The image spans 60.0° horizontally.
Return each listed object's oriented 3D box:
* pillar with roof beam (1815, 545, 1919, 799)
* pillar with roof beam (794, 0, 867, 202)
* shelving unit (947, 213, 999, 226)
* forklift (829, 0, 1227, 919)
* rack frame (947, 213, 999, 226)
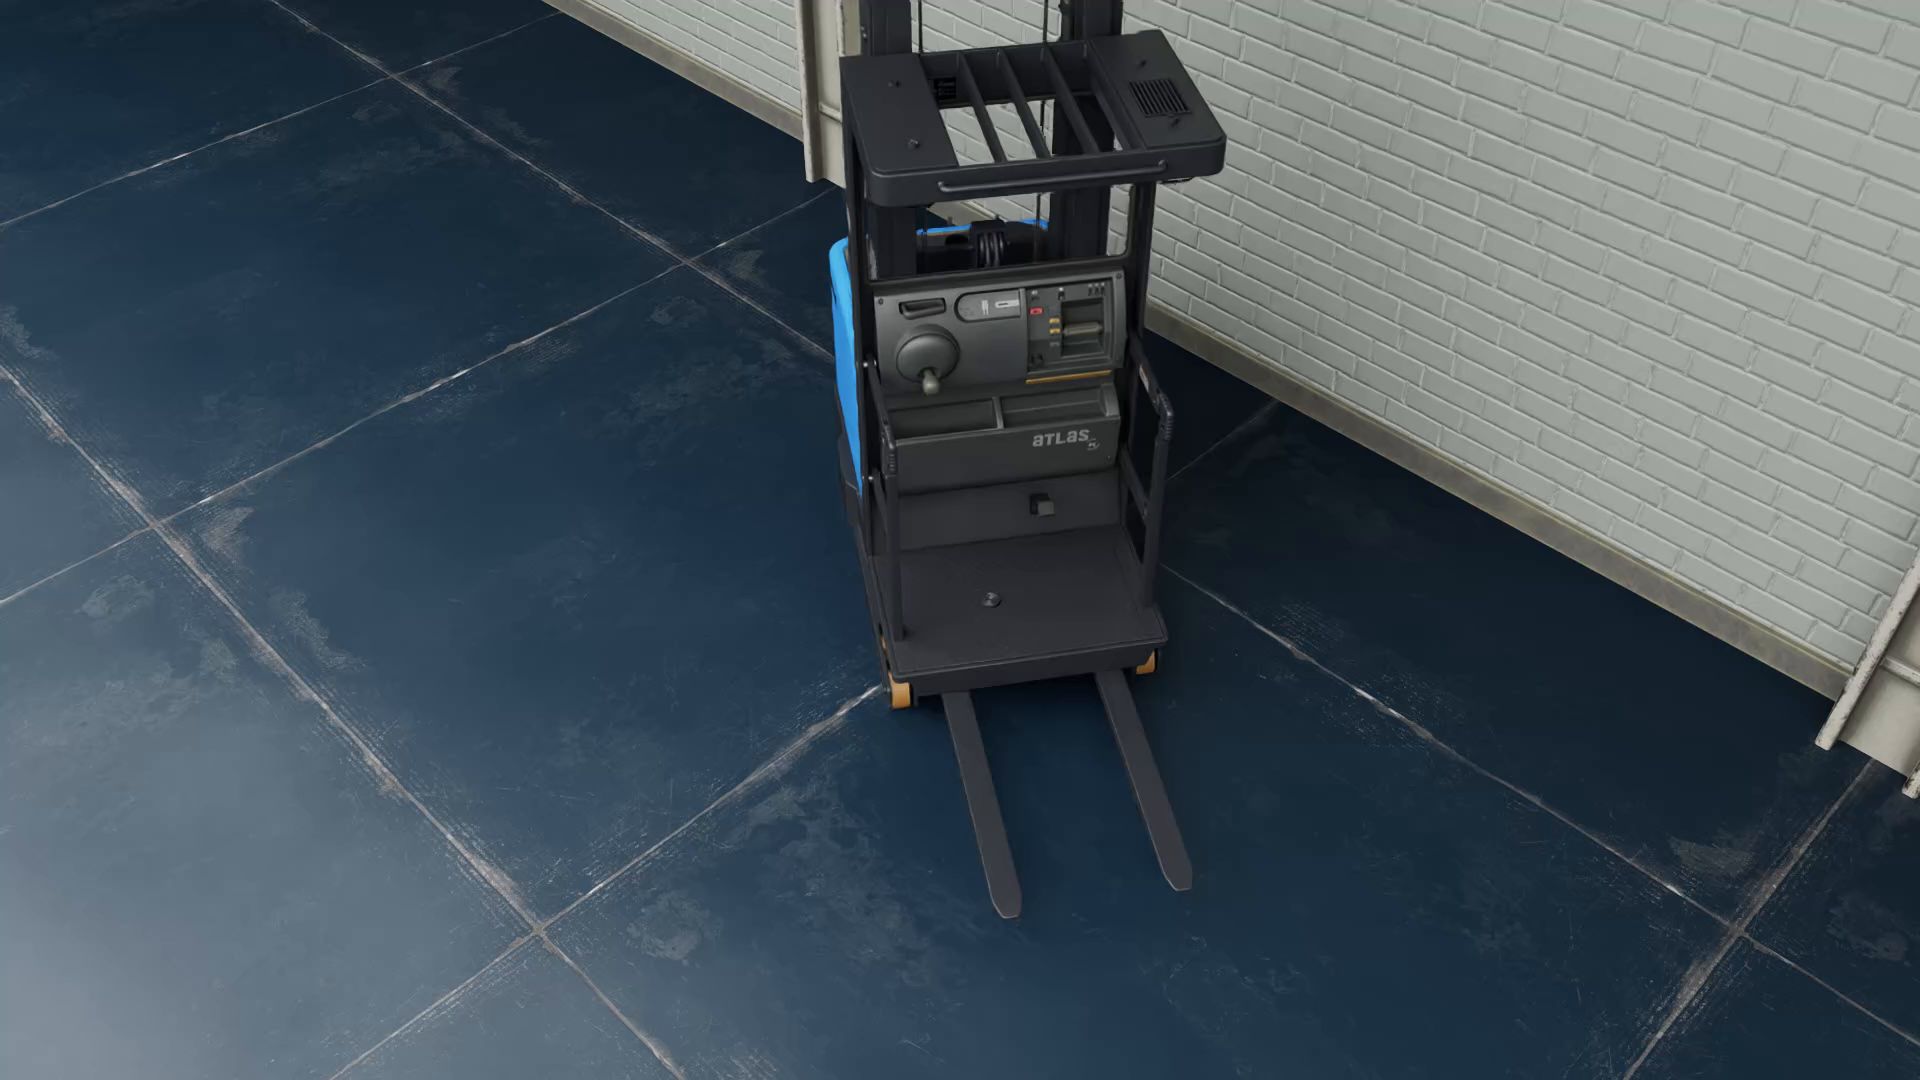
[{"bbox_3d":[0.543,-0.426,1.198,9.100,9.000,0.400,-34,53,-31],"label":"pillar with roof beam"},{"bbox_3d":[-3.694,-3.309,4.318,9.100,9.000,0.400,-34,53,-31],"label":"pillar with roof beam"},{"bbox_3d":[0.074,-1.080,7.860,0.258,0.900,0.210,-4,37,-4],"label":"shelving unit"},{"bbox_3d":[0.195,-0.678,5.942,1.130,2.935,3.031,-7,43,-8],"label":"forklift"},{"bbox_3d":[0.064,-1.141,7.941,0.240,0.900,0.006,-4,37,-4],"label":"rack frame"}]
